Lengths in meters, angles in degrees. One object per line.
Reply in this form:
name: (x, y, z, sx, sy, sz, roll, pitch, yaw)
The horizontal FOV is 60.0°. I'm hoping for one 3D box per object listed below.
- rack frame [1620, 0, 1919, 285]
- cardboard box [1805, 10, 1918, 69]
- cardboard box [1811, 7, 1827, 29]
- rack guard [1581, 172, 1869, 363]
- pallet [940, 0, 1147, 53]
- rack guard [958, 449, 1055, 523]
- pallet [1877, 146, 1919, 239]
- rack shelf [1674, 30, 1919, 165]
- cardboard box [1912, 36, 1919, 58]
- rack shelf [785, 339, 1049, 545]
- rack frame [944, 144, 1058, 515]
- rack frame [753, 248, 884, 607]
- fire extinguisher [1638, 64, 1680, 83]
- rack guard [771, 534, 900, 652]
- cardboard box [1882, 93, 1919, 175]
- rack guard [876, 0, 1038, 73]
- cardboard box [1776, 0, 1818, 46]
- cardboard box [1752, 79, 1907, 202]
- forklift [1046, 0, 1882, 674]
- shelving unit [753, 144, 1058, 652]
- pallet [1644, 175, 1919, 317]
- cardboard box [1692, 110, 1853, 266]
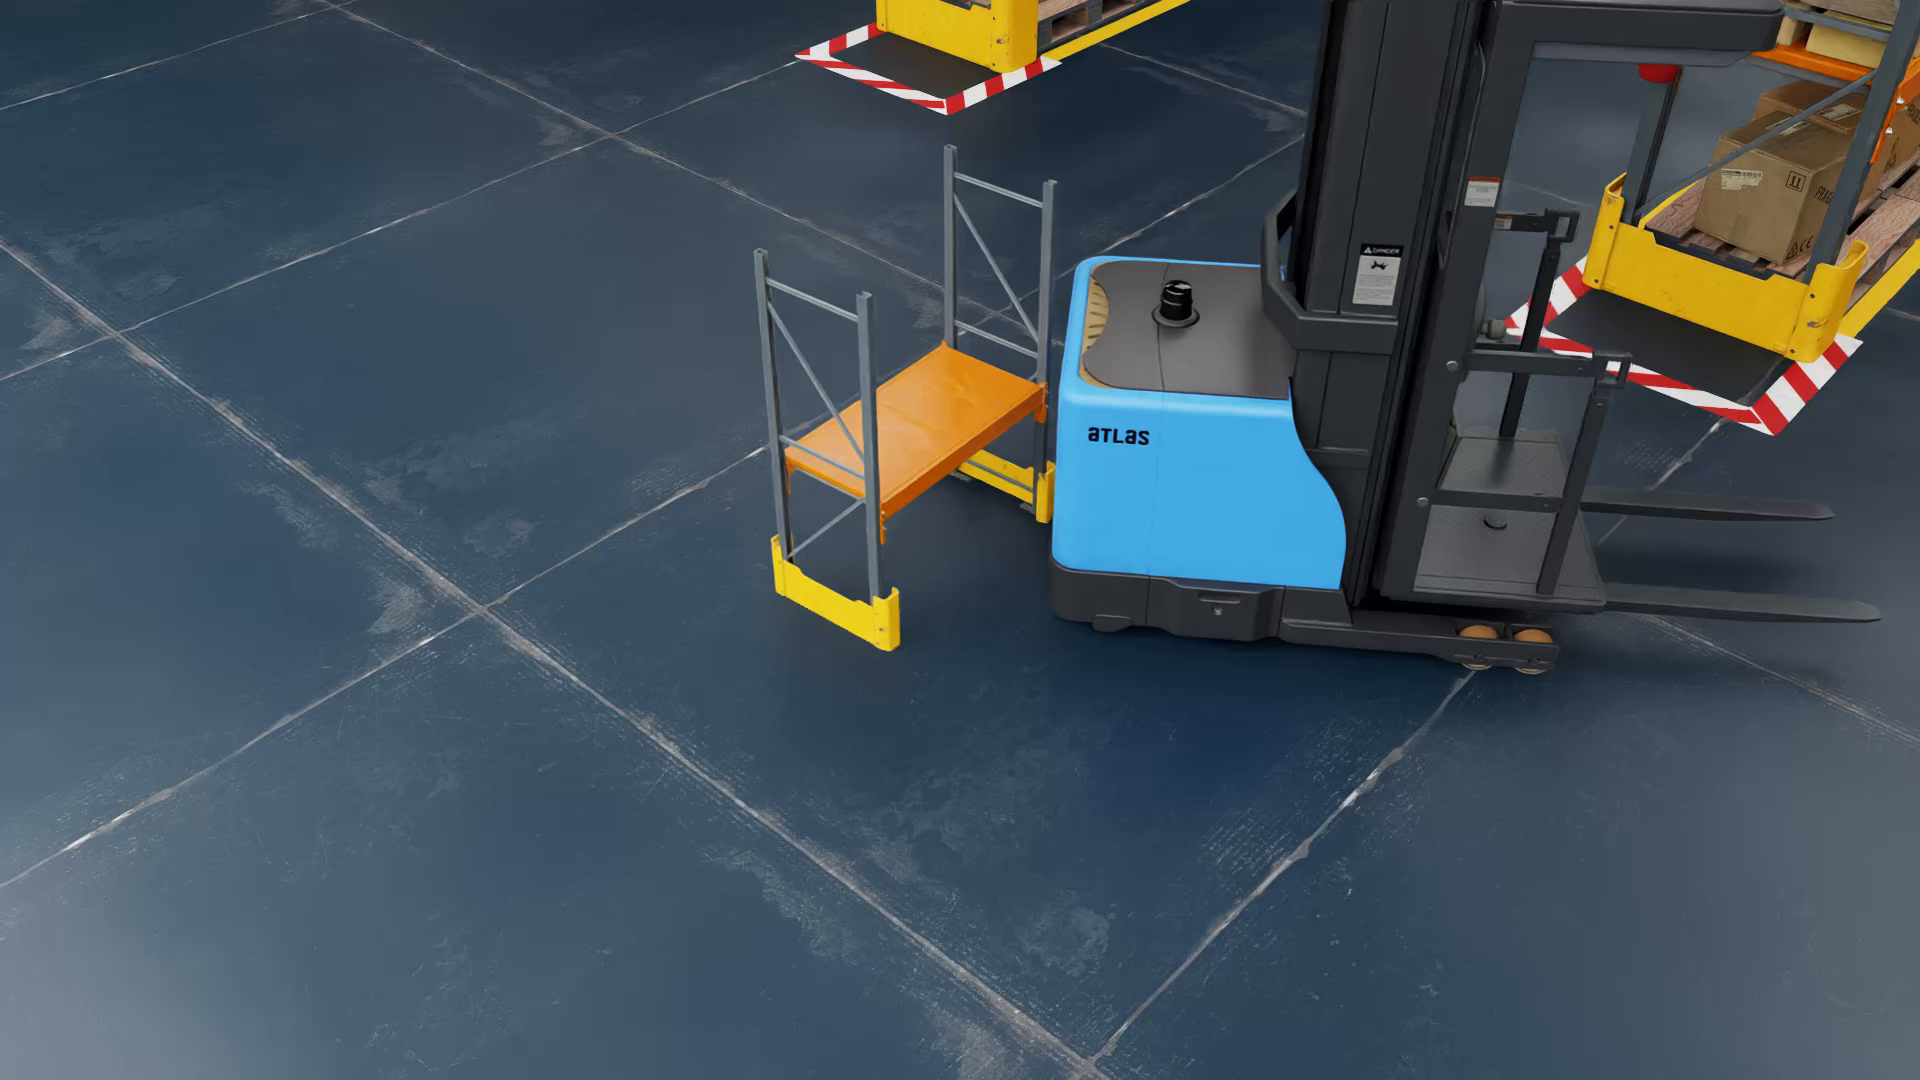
rack frame: (3.608, -2.277, 7.203, 1.000, 3.000, 0.127, 30, 47, 32)
cardboard box: (3.976, -2.209, 7.320, 0.380, 0.149, 0.250, 30, 47, 32)
cardboard box: (3.817, -2.510, 7.699, 0.380, 0.149, 0.250, 30, 47, 32)
rack guard: (3.659, -1.333, 8.025, 1.175, 0.500, 0.348, 30, 47, 32)
pallet: (0.521, -3.690, 11.221, 1.003, 0.211, 1.213, 30, 47, 32)
rack guard: (0.144, -0.295, 6.920, 0.587, 0.250, 0.087, 26, 45, 29)
pallet: (5.057, -2.136, 9.267, 1.003, 0.211, 1.213, 30, 47, 32)
rack shelf: (4.957, -2.914, 8.582, 1.077, 0.370, 4.000, 30, 47, 32)
cardboard box: (4.159, -2.316, 7.454, 0.380, 0.149, 0.250, 30, 47, 32)
rack shelf: (-0.170, -0.395, 6.331, 0.538, 0.185, 1.000, 26, 45, 29)
rack frame: (0.145, -0.784, 6.531, 0.500, 1.500, 0.032, 26, 45, 29)
rack frame: (-0.485, -0.288, 5.907, 0.500, 1.500, 0.032, 26, 45, 29)
fire extinguisher: (3.191, -2.387, 7.404, 0.296, 0.674, 0.183, 30, 47, 32)
rack guard: (-0.473, 0.192, 6.308, 0.587, 0.250, 0.087, 26, 45, 29)
cardboard box: (4.856, -2.311, 8.917, 0.500, 0.500, 0.500, -29, 47, -32)
rack guard: (-0.031, -3.433, 10.665, 1.175, 0.500, 0.348, 30, 47, 32)
cardboard box: (3.648, -2.396, 7.555, 0.380, 0.149, 0.250, 30, 47, 32)
cardboard box: (4.420, -2.031, 8.566, 0.500, 0.500, 0.500, -22, 43, -25)
forklift: (1.884, -1.006, 5.660, 3.031, 2.935, 1.130, 4, 39, 5)
shelving unit: (-0.164, -0.540, 6.225, 0.587, 1.500, 1.083, 26, 45, 29)
pallet: (4.234, -1.578, 8.565, 1.003, 0.211, 1.213, 30, 47, 32)
cardboard box: (4.042, -1.742, 8.202, 0.500, 0.500, 0.500, -25, 45, -28)
